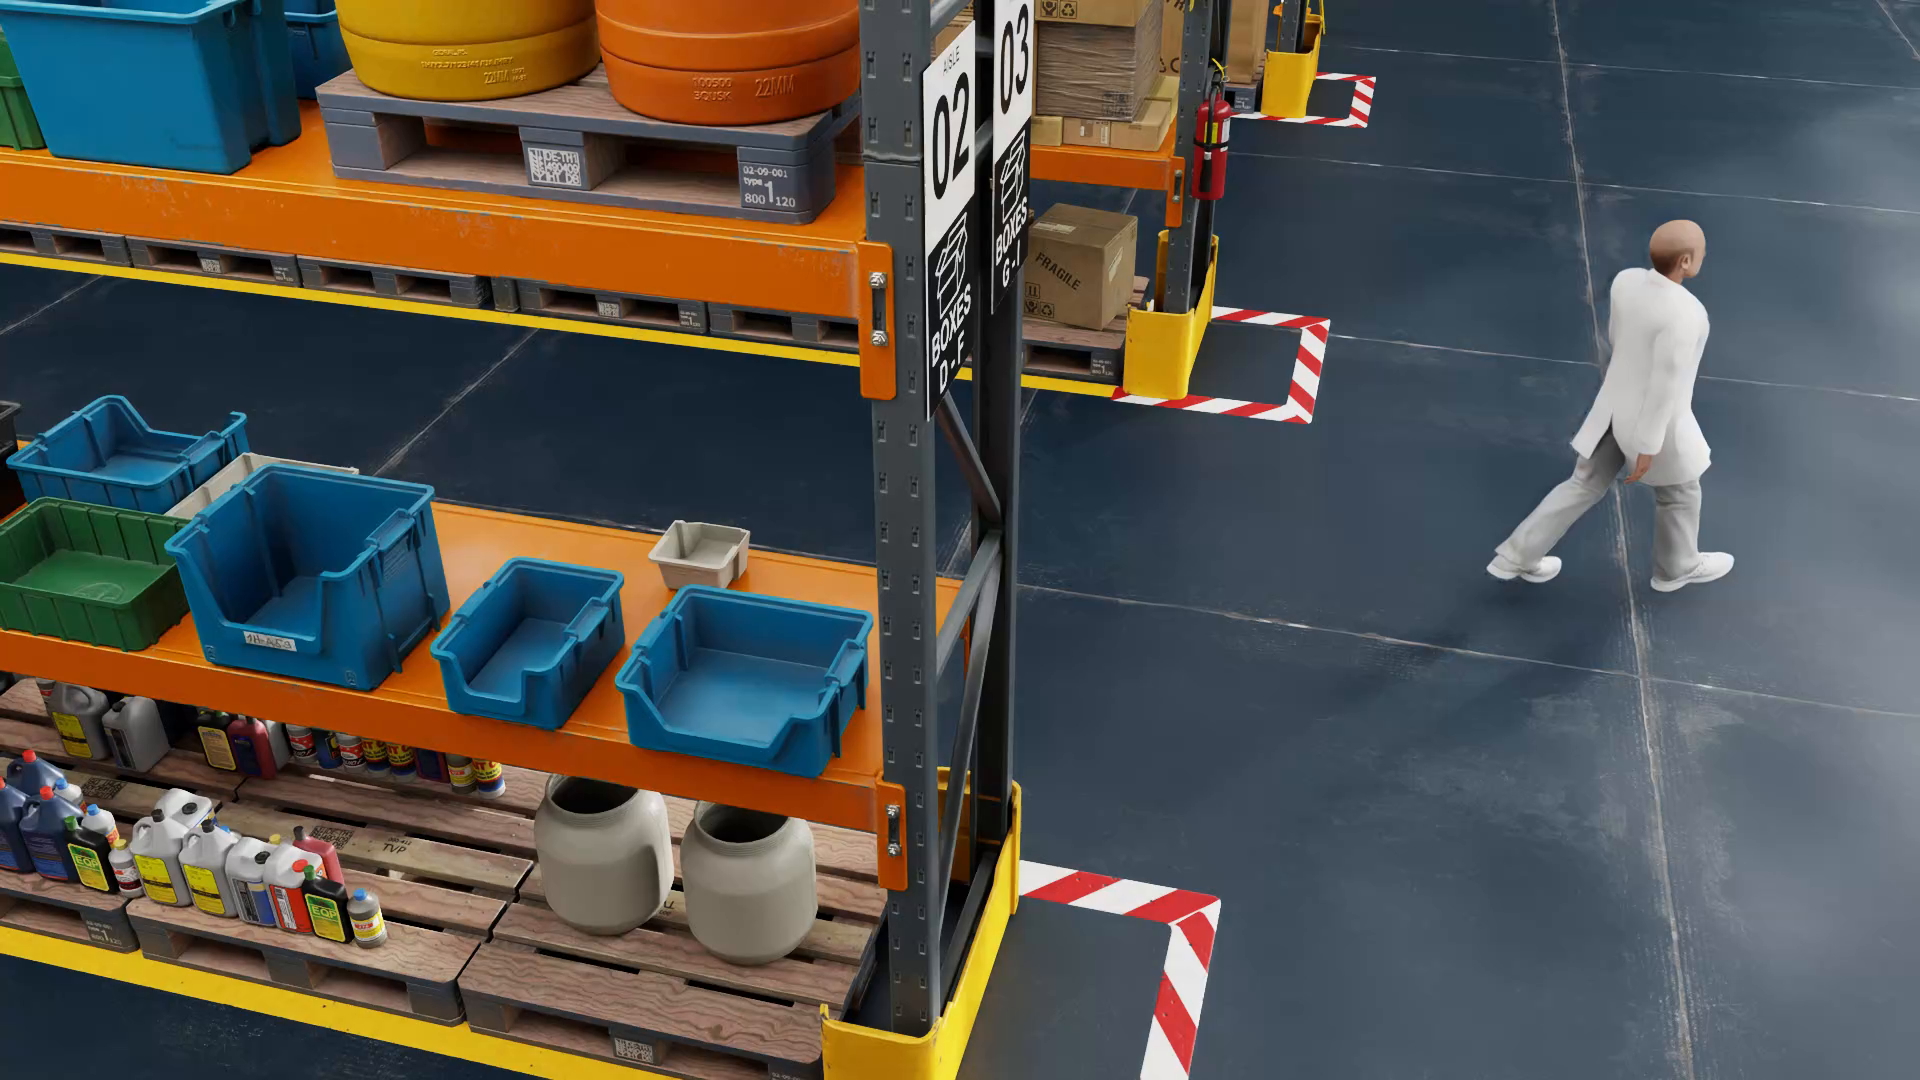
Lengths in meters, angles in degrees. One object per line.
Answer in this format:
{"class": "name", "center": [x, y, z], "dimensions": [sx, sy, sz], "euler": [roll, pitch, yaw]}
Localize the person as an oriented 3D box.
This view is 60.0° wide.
{"class": "person", "center": [2.880, -0.532, 6.995], "dimensions": [1.117, 1.737, 0.574], "euler": [-9, 33, -14]}
